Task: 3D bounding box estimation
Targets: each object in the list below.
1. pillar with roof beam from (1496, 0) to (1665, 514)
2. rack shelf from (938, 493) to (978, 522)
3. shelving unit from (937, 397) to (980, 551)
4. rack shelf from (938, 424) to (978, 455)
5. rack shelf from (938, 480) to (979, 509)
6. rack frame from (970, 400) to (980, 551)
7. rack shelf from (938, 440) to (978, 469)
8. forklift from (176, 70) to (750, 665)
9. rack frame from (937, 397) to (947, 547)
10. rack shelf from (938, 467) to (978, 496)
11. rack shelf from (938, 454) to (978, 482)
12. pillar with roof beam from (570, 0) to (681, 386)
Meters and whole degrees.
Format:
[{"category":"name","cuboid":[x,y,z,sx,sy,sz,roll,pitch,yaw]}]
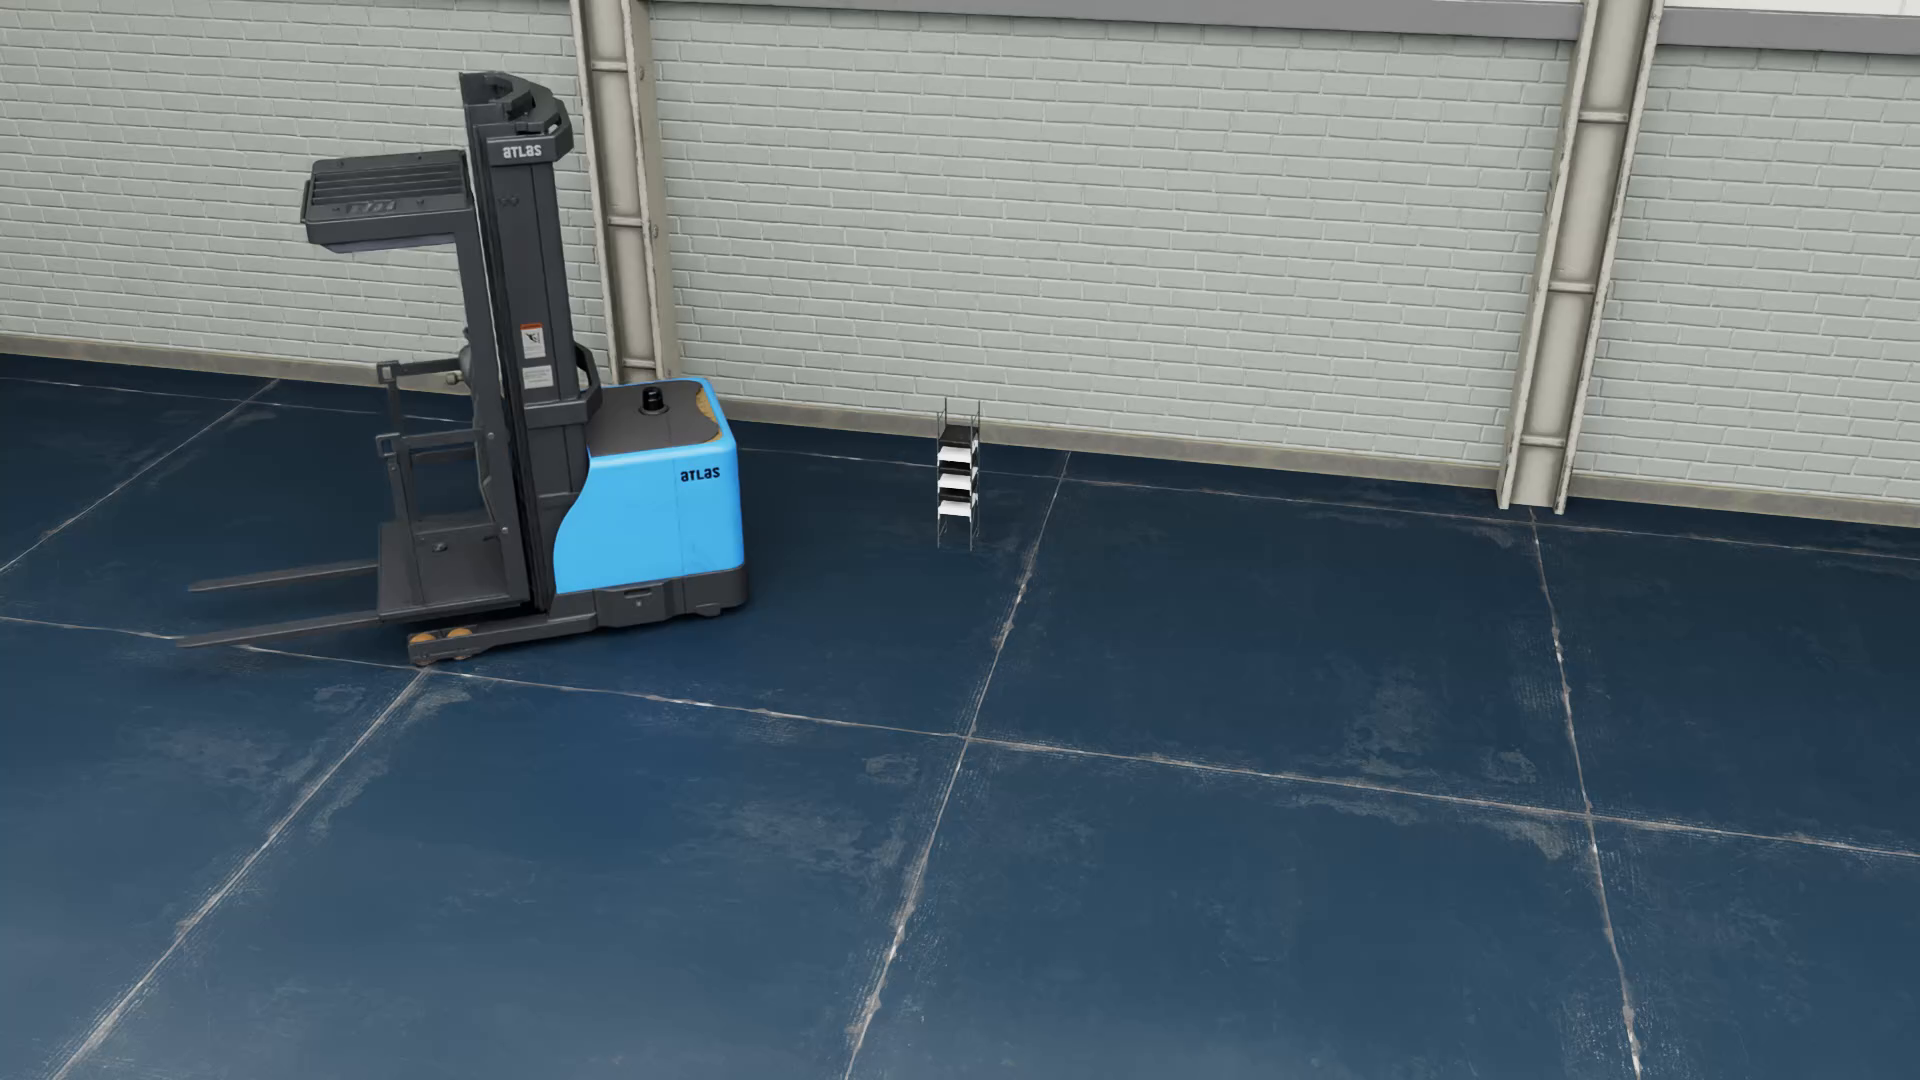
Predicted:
[{"category":"pillar with roof beam","cuboid":[2.769,-2.179,4.860,0.400,9.000,9.100,6,29,11]},{"category":"rack shelf","cuboid":[-0.008,-0.208,10.138,0.200,0.077,0.258,6,29,11]},{"category":"shelving unit","cuboid":[-0.008,-0.396,10.035,0.210,0.900,0.258,6,29,11]},{"category":"rack shelf","cuboid":[-0.008,-0.603,9.922,0.200,0.077,0.258,6,29,11]},{"category":"rack shelf","cuboid":[-0.008,-0.287,10.095,0.200,0.077,0.258,6,29,11]},{"category":"rack frame","cuboid":[0.091,-0.385,10.017,0.006,0.900,0.240,6,29,11]},{"category":"rack shelf","cuboid":[-0.008,-0.524,9.965,0.200,0.077,0.258,6,29,11]},{"category":"forklift","cuboid":[-2.779,-0.892,8.826,3.031,2.935,1.130,-8,30,-15]},{"category":"rack frame","cuboid":[-0.107,-0.406,10.054,0.006,0.900,0.240,6,29,11]},{"category":"rack shelf","cuboid":[-0.008,-0.366,10.051,0.200,0.077,0.258,6,29,11]},{"category":"rack shelf","cuboid":[-0.008,-0.445,10.008,0.200,0.077,0.258,6,29,11]},{"category":"pillar with roof beam","cuboid":[-3.098,-2.781,5.959,0.400,9.000,9.100,6,29,11]}]
